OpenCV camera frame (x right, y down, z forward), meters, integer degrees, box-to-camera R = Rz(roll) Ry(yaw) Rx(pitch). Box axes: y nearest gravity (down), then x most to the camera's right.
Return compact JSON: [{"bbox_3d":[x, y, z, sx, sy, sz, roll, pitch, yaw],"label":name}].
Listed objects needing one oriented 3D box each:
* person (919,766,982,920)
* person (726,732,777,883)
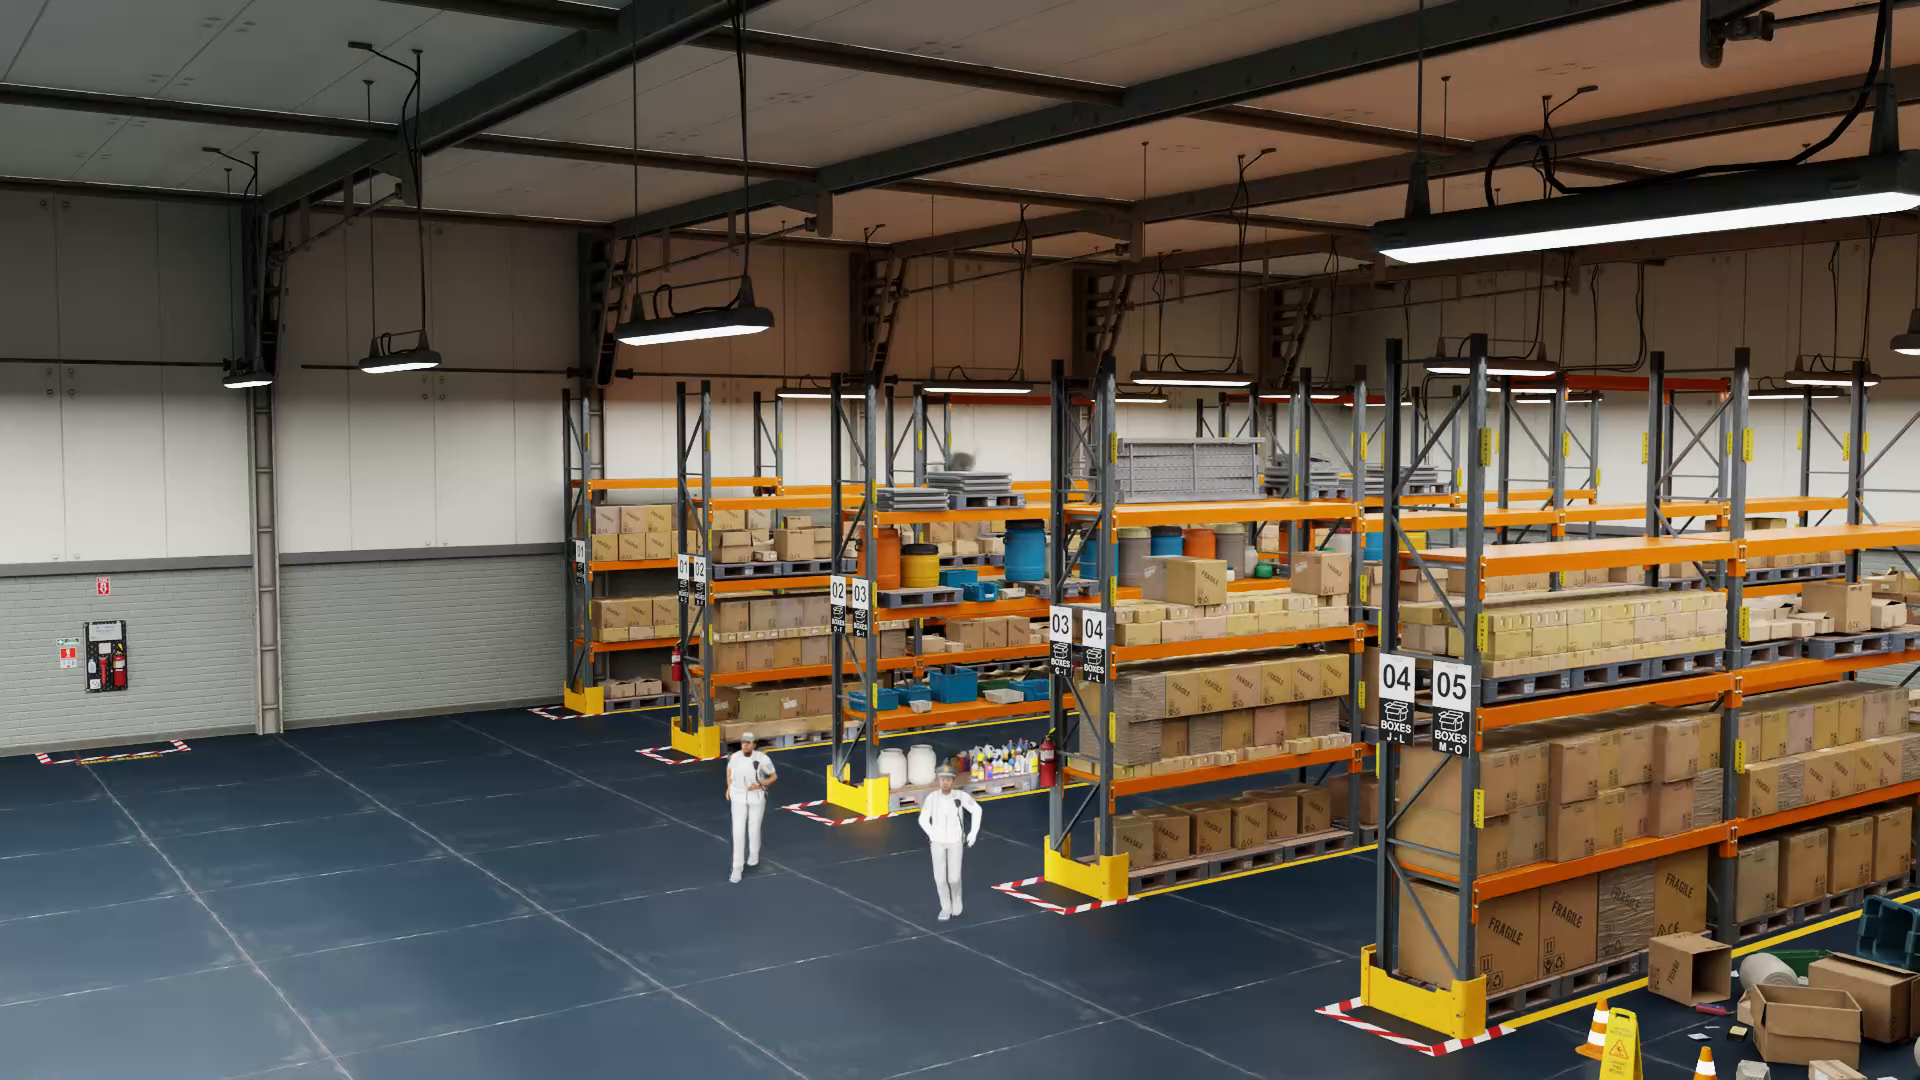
[{"bbox_3d":[-0.115,3.208,17.550,0.657,1.661,0.575,0,4,5],"label":"person"},{"bbox_3d":[-2.454,3.068,19.484,0.591,1.659,0.857,0,4,-1],"label":"person"}]
